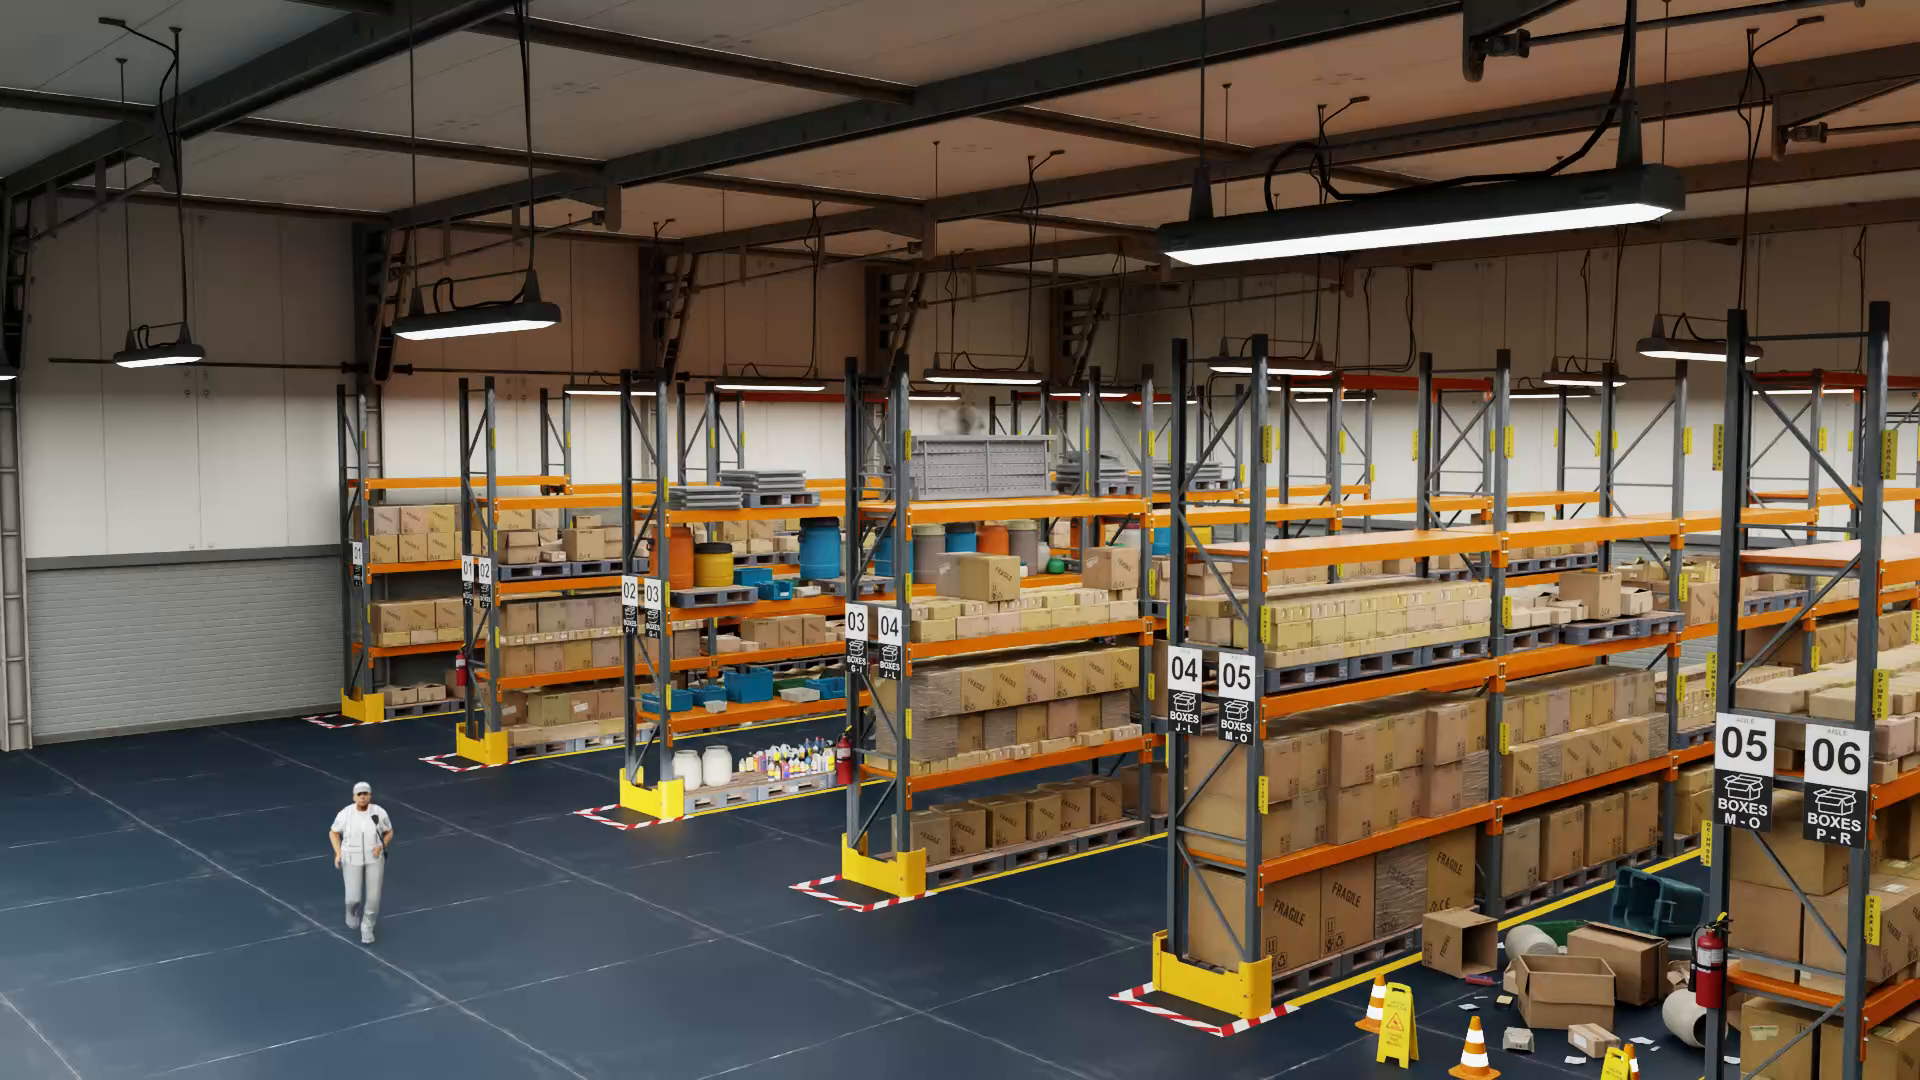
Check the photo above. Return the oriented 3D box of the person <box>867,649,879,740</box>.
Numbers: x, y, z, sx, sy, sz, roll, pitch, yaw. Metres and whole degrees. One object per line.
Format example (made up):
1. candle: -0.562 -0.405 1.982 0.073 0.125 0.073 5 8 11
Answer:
1. person: -1.340 2.513 27.884 0.549 1.654 0.614 -4 5 -44

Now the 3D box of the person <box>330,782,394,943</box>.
1. person: -6.036 3.256 16.812 0.607 1.624 0.547 -2 4 -23
